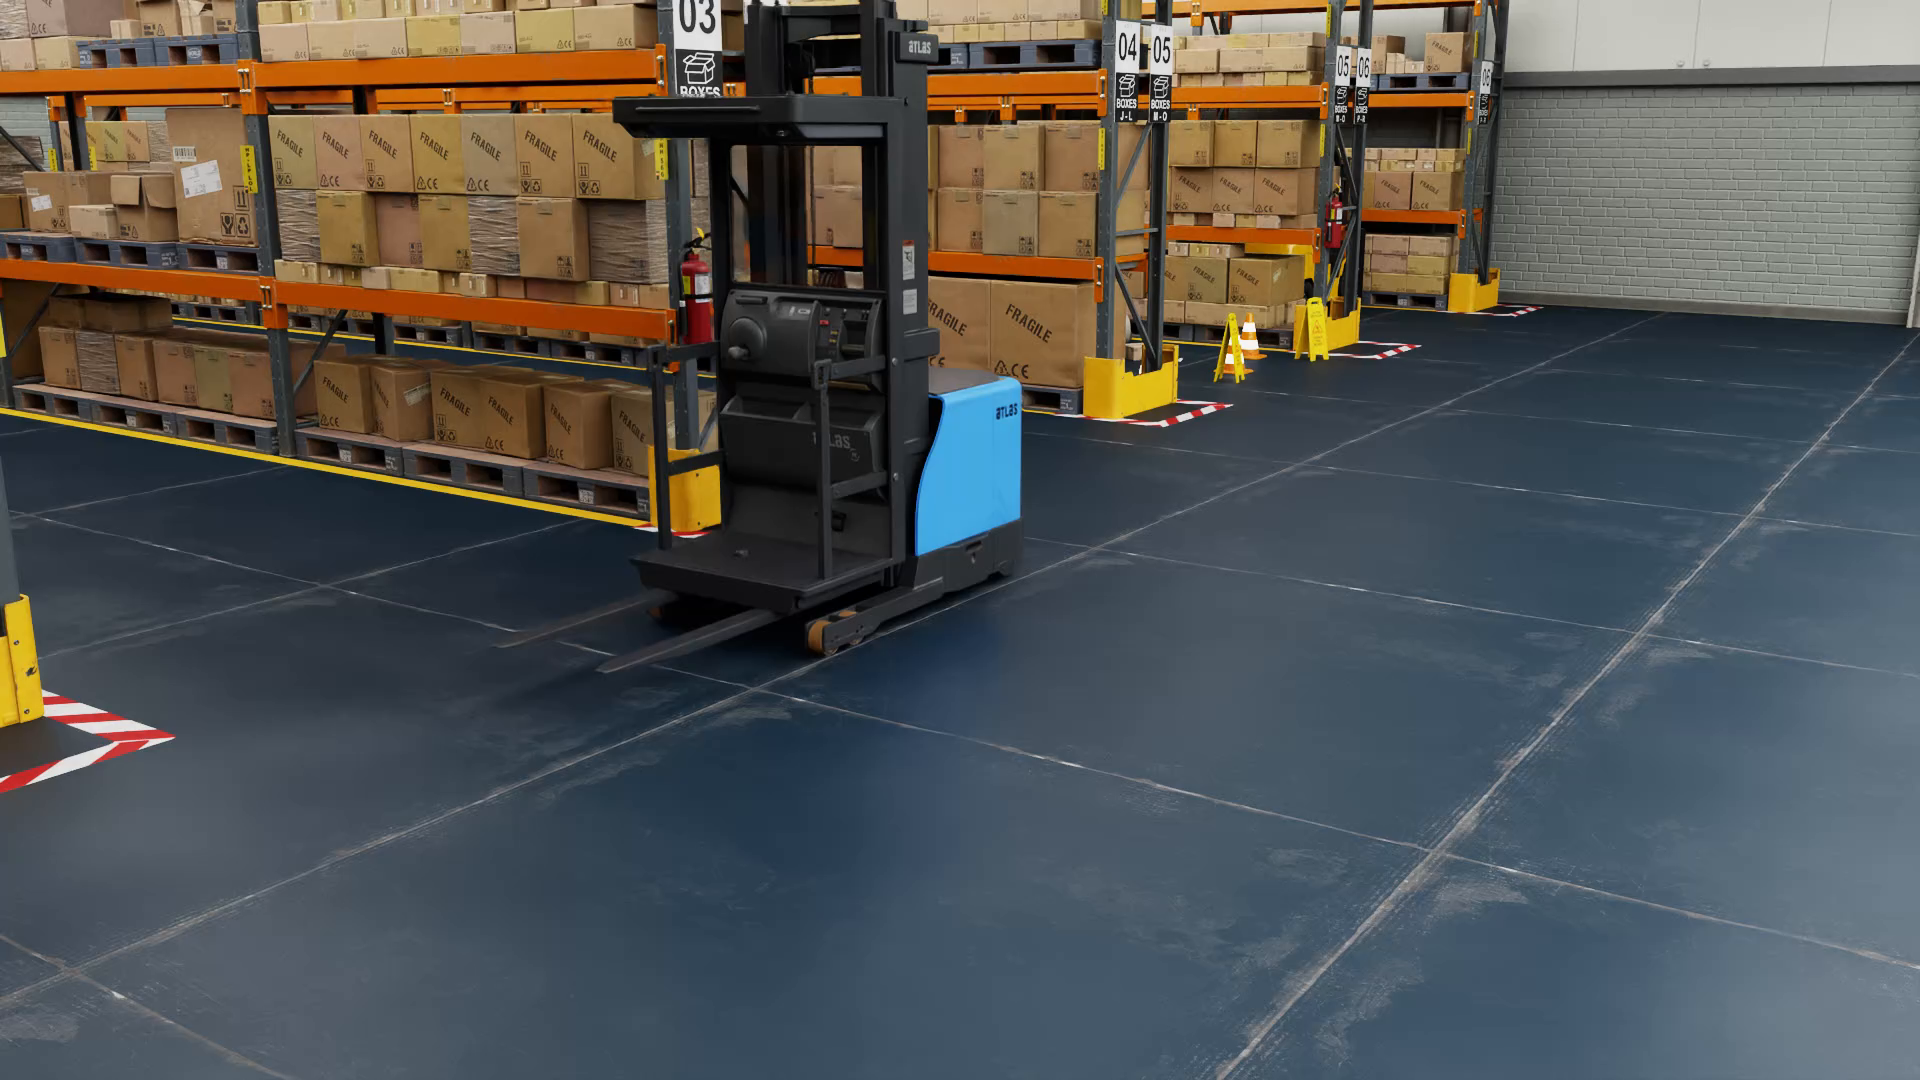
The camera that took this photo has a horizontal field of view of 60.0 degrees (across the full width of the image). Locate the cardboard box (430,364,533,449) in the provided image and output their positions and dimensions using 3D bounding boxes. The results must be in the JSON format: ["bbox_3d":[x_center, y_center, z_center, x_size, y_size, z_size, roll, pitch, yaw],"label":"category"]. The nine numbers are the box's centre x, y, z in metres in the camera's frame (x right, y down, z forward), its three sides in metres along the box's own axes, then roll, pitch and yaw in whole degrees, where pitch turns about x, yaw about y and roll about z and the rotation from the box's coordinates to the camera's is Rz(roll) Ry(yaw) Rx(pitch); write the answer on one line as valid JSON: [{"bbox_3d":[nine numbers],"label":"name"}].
[{"bbox_3d":[-3.358,-0.948,11.738,0.500,0.500,0.500,8,16,28],"label":"cardboard box"}]

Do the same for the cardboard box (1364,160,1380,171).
[{"bbox_3d":[5.610,-5.083,22.556,0.250,0.149,0.380,9,16,31],"label":"cardboard box"}]

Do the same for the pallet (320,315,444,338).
[{"bbox_3d":[-6.829,-2.589,19.843,1.213,0.211,1.003,9,17,33],"label":"pallet"}]

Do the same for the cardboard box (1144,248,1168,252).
[{"bbox_3d":[2.313,-3.209,19.833,0.500,0.500,0.500,10,17,36],"label":"cardboard box"}]

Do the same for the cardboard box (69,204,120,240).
[{"bbox_3d":[-6.763,-2.559,13.356,0.500,0.250,0.500,9,16,31],"label":"cardboard box"}]

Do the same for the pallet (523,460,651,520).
[{"bbox_3d":[-2.104,-0.398,10.992,1.213,0.211,1.003,9,17,33],"label":"pallet"}]

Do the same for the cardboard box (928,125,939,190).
[{"bbox_3d":[-0.230,-3.458,14.991,0.500,0.550,0.875,9,17,33],"label":"cardboard box"}]

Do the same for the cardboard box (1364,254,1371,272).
[{"bbox_3d":[5.482,-3.841,22.905,0.500,0.250,0.500,9,16,32],"label":"cardboard box"}]

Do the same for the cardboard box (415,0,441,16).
[{"bbox_3d":[-3.272,-3.439,10.712,0.250,0.149,0.380,10,17,34],"label":"cardboard box"}]

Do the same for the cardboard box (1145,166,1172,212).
[{"bbox_3d":[2.304,-4.020,18.993,0.500,0.500,0.500,9,17,33],"label":"cardboard box"}]

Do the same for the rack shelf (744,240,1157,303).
[{"bbox_3d":[-0.194,-2.520,15.258,4.000,0.370,1.077,9,17,33],"label":"rack shelf"}]

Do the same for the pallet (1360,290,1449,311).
[{"bbox_3d":[6.253,-3.332,22.845,1.213,0.211,1.003,9,17,33],"label":"pallet"}]

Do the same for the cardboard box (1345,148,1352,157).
[{"bbox_3d":[5.381,-5.257,22.639,0.250,0.149,0.380,10,17,34],"label":"cardboard box"}]

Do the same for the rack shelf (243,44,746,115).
[{"bbox_3d":[-3.046,-3.001,10.957,4.000,0.370,1.077,9,17,33],"label":"rack shelf"}]

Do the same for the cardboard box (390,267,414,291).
[{"bbox_3d":[-3.644,-1.789,11.329,0.250,0.149,0.380,9,17,33],"label":"cardboard box"}]

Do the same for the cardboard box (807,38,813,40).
[{"bbox_3d":[-1.319,-4.539,15.116,0.250,0.149,0.380,9,17,33],"label":"cardboard box"}]

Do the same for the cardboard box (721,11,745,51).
[{"bbox_3d":[-1.642,-3.125,10.274,0.500,0.250,0.500,10,17,34],"label":"cardboard box"}]

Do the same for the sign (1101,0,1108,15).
[{"bbox_3d":[1.151,-4.342,13.201,0.005,0.325,0.100,9,17,33],"label":"sign"}]

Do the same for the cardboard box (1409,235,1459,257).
[{"bbox_3d":[6.355,-3.946,22.288,0.500,0.250,0.500,10,17,35],"label":"cardboard box"}]

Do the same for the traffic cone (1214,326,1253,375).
[{"bbox_3d":[2.730,-1.904,16.550,0.334,0.463,0.336,9,17,33],"label":"traffic cone"}]

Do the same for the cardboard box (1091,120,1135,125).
[{"bbox_3d":[1.882,-4.568,19.128,0.500,0.500,0.700,9,16,32],"label":"cardboard box"}]

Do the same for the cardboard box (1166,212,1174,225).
[{"bbox_3d":[2.457,-3.696,19.034,0.250,0.149,0.380,9,17,33],"label":"cardboard box"}]

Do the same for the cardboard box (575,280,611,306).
[{"bbox_3d":[-2.182,-1.558,10.396,0.250,0.149,0.380,9,17,33],"label":"cardboard box"}]

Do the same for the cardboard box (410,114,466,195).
[{"bbox_3d":[-3.223,-2.530,10.895,0.500,0.500,0.500,9,17,33],"label":"cardboard box"}]

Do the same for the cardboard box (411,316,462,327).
[{"bbox_3d":[-5.865,-2.700,18.818,0.500,0.500,0.500,9,17,33],"label":"cardboard box"}]

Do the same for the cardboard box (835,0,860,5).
[{"bbox_3d":[-0.766,-4.661,14.779,0.500,0.250,0.500,9,16,32],"label":"cardboard box"}]

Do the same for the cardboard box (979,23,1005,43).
[{"bbox_3d":[0.369,-4.267,14.015,0.250,0.149,0.380,9,17,33],"label":"cardboard box"}]

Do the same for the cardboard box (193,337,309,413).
[{"bbox_3d":[-5.589,-1.317,13.186,0.500,0.500,0.700,9,17,32],"label":"cardboard box"}]

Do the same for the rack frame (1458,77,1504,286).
[{"bbox_3d":[6.911,-4.592,22.130,0.127,3.000,1.000,9,17,33],"label":"rack frame"}]

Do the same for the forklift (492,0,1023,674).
[{"bbox_3d":[-0.885,-1.017,7.831,1.130,2.935,3.031,9,16,32],"label":"forklift"}]

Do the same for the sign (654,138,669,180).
[{"bbox_3d":[-1.713,-2.233,9.534,0.005,0.325,0.100,9,17,33],"label":"sign"}]

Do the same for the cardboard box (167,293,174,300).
[{"bbox_3d":[-10.045,-3.202,21.575,0.250,0.149,0.380,10,17,34],"label":"cardboard box"}]

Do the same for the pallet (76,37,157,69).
[{"bbox_3d":[-6.021,-3.769,12.956,1.003,0.211,1.213,9,17,33],"label":"pallet"}]

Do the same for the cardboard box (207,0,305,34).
[{"bbox_3d":[-5.041,-3.955,12.226,0.637,0.503,0.797,8,16,30],"label":"cardboard box"}]

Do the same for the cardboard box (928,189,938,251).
[{"bbox_3d":[-0.194,-2.947,15.173,0.500,0.550,0.875,9,17,33],"label":"cardboard box"}]

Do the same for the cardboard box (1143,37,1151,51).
[{"bbox_3d":[2.240,-5.560,18.661,0.250,0.149,0.380,10,17,34],"label":"cardboard box"}]

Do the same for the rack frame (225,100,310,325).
[{"bbox_3d":[-8.492,-4.210,20.589,0.127,3.000,1.000,9,17,33],"label":"rack frame"}]

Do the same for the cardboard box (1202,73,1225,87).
[{"bbox_3d":[2.859,-5.068,18.335,0.250,0.149,0.380,9,17,32],"label":"cardboard box"}]

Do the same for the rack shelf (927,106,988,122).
[{"bbox_3d":[-1.387,-7.040,27.273,4.000,0.370,1.077,9,17,33],"label":"rack shelf"}]

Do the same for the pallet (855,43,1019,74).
[{"bbox_3d":[-0.173,-4.275,14.792,1.213,0.211,1.003,9,17,33],"label":"pallet"}]

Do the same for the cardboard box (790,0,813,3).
[{"bbox_3d":[-1.319,-4.926,15.021,0.250,0.149,0.380,9,17,32],"label":"cardboard box"}]

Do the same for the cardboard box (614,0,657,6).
[{"bbox_3d":[-1.791,-3.177,9.656,0.250,0.149,0.380,9,17,33],"label":"cardboard box"}]

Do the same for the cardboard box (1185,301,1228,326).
[{"bbox_3d":[2.898,-2.596,18.918,0.500,0.250,0.500,9,17,33],"label":"cardboard box"}]

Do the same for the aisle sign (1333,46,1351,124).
[{"bbox_3d":[4.034,-4.797,17.550,0.004,0.787,0.394,9,17,33],"label":"aisle sign"}]

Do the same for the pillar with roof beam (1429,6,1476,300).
[{"bbox_3d":[4.434,-6.919,19.045,0.400,9.000,9.100,9,17,33],"label":"pillar with roof beam"}]

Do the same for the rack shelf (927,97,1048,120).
[{"bbox_3d":[-0.835,-5.513,21.106,4.000,0.370,1.077,9,17,33],"label":"rack shelf"}]

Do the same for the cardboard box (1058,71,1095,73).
[{"bbox_3d":[1.470,-5.485,19.188,0.500,0.250,0.500,9,17,32],"label":"cardboard box"}]

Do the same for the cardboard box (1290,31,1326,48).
[{"bbox_3d":[3.699,-5.309,17.649,0.250,0.149,0.380,9,17,33],"label":"cardboard box"}]

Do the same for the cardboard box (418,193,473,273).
[{"bbox_3d":[-3.109,-2.086,11.180,0.500,0.500,0.875,9,17,33],"label":"cardboard box"}]

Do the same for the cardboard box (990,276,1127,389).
[{"bbox_3d":[0.866,-1.851,14.607,0.875,0.875,0.875,9,17,33],"label":"cardboard box"}]

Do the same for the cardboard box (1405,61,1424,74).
[{"bbox_3d":[6.054,-6.229,21.941,0.250,0.149,0.380,9,16,31],"label":"cardboard box"}]

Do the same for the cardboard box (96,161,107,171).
[{"bbox_3d":[-11.135,-4.758,21.973,0.500,0.500,0.500,9,17,33],"label":"cardboard box"}]

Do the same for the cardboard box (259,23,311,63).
[{"bbox_3d":[-4.475,-3.434,11.522,0.500,0.250,0.500,8,16,31],"label":"cardboard box"}]

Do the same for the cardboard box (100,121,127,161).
[{"bbox_3d":[-10.745,-5.171,21.563,0.500,0.500,0.500,9,16,32],"label":"cardboard box"}]

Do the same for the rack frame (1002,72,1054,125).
[{"bbox_3d":[0.825,-4.138,20.297,0.127,3.000,1.000,9,17,33],"label":"rack frame"}]
